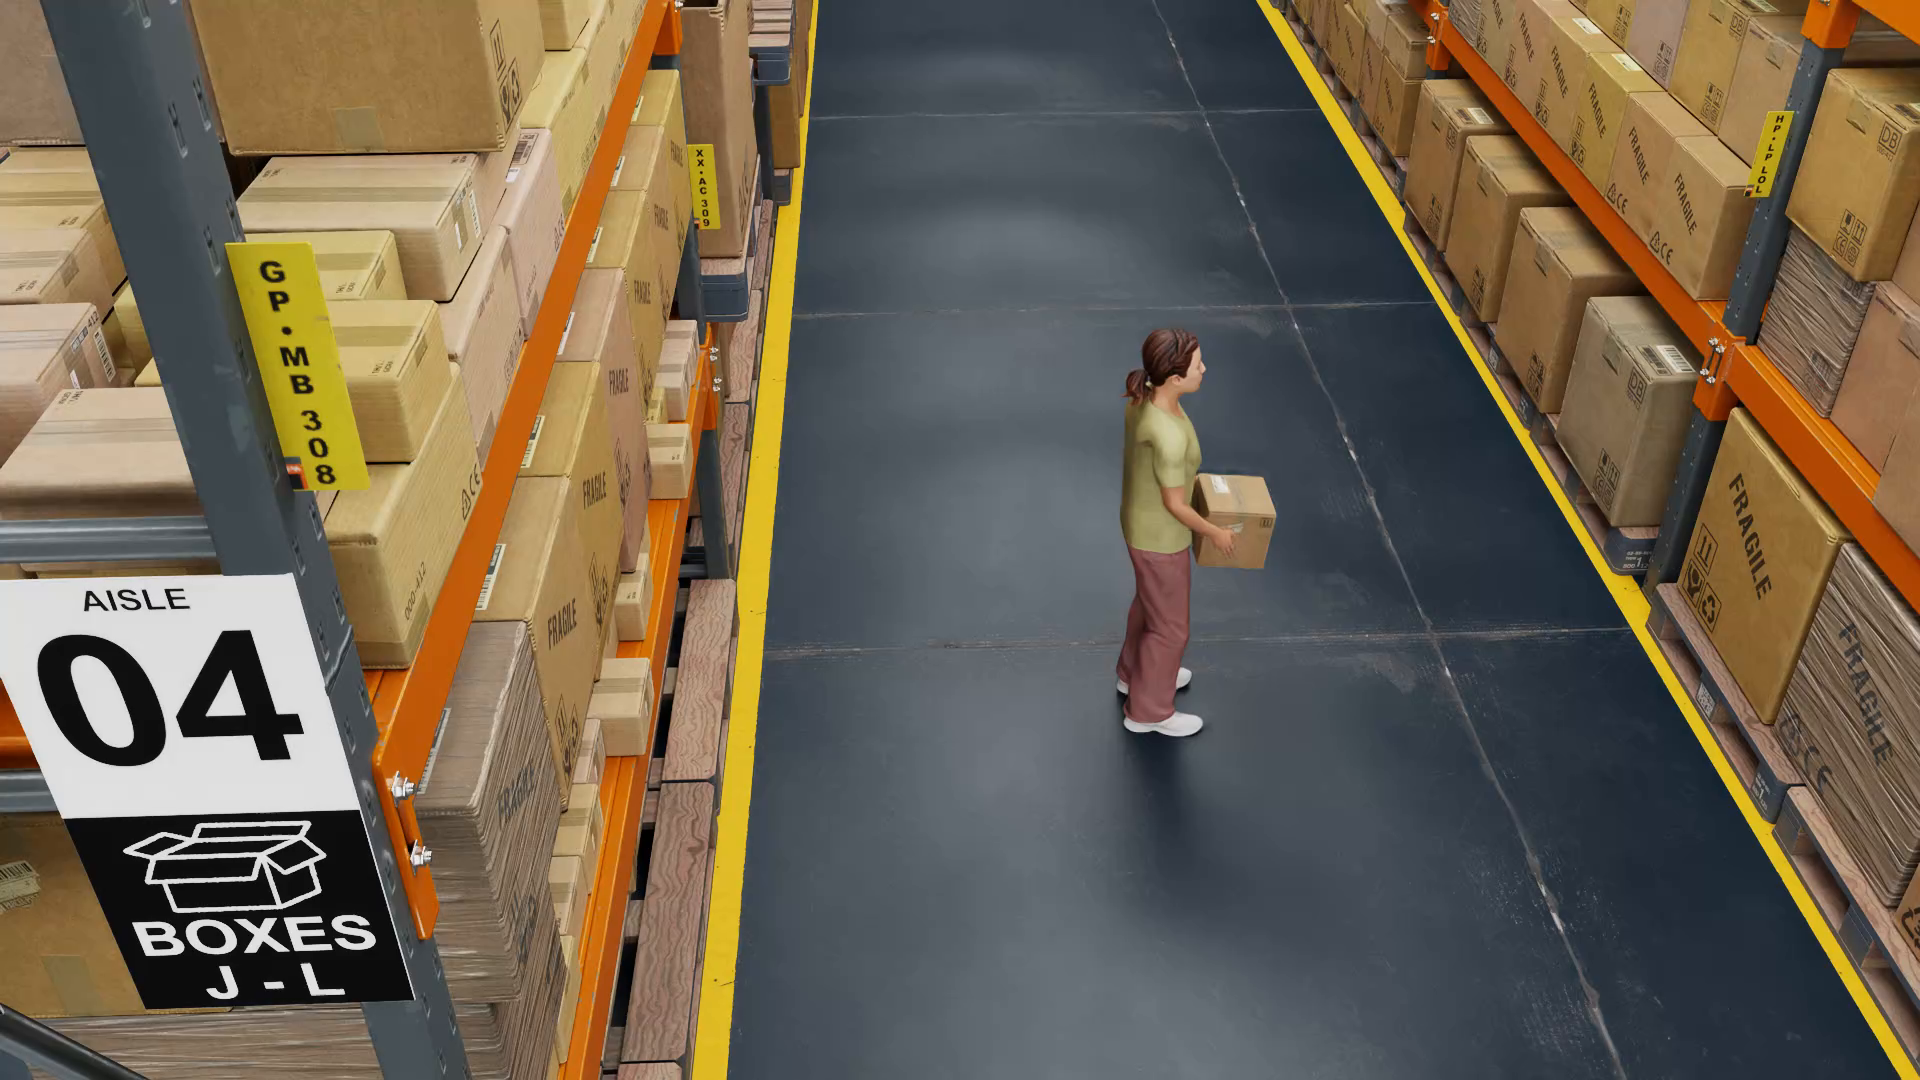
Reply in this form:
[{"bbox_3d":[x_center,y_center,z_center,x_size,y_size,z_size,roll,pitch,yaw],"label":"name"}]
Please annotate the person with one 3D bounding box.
[{"bbox_3d":[0.787,-0.032,6.190,0.452,1.675,0.466,-2,35,-3],"label":"person"}]
